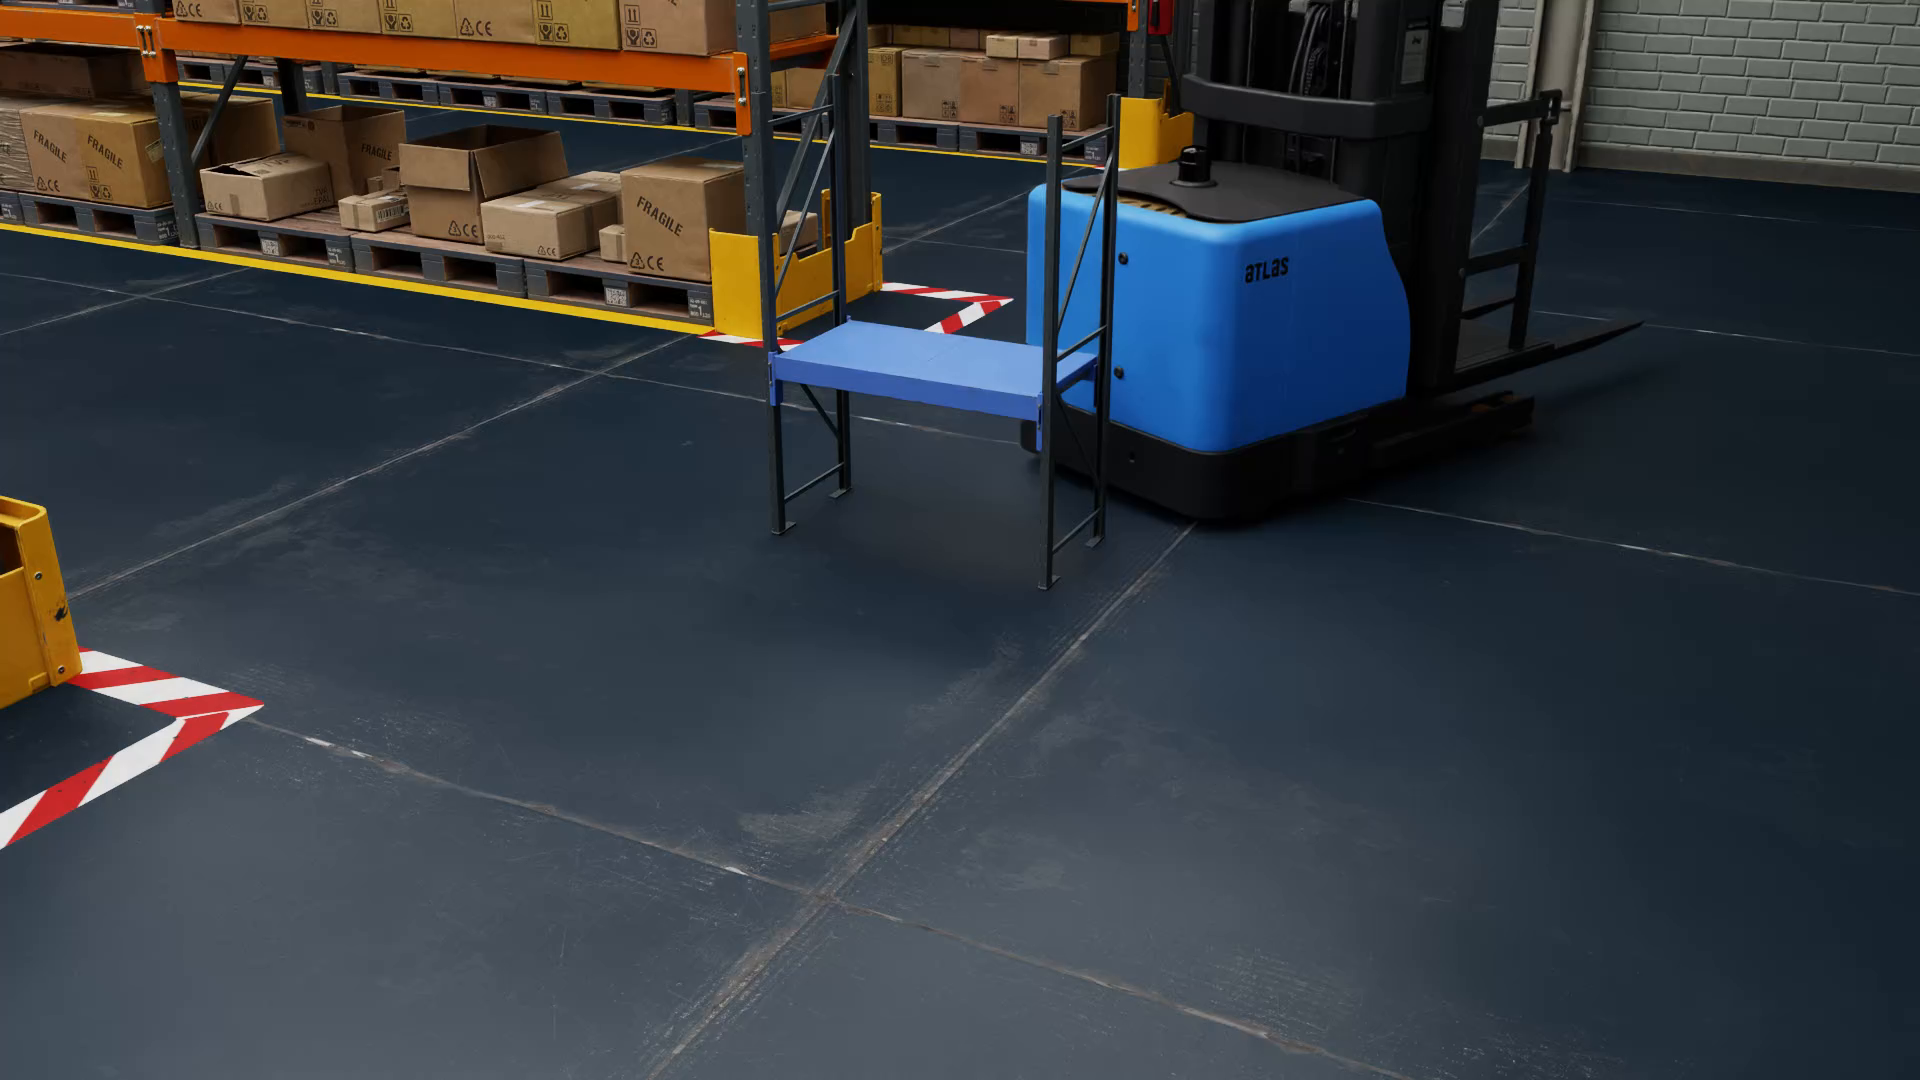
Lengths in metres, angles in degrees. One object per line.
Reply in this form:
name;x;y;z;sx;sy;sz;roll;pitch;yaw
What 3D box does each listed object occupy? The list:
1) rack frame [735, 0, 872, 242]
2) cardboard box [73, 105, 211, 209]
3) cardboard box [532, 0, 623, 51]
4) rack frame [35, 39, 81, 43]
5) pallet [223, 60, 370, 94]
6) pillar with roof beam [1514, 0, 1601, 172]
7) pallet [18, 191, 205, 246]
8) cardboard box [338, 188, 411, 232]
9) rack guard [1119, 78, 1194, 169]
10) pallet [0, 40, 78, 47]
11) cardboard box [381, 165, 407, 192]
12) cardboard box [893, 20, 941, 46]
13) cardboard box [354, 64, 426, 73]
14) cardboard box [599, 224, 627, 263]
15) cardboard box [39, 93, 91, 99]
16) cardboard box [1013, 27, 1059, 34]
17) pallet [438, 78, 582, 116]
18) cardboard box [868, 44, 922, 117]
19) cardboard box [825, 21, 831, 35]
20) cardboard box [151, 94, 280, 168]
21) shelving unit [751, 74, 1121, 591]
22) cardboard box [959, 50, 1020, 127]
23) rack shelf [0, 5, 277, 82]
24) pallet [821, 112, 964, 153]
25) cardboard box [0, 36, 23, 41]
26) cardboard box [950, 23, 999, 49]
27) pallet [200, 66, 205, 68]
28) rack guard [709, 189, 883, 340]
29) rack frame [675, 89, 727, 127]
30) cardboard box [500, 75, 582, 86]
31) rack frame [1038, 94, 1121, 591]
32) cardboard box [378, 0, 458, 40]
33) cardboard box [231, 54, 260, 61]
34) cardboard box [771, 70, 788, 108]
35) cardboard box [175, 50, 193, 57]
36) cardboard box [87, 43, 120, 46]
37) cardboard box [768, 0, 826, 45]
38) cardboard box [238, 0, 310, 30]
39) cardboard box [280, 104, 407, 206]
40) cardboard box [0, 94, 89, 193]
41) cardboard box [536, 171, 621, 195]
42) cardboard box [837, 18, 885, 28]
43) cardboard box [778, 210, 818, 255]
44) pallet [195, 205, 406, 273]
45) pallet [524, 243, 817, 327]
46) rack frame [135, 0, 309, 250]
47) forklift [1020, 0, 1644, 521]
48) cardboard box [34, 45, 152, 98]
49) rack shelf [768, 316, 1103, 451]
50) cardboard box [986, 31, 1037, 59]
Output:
rack frame;-0.742;-2.559;7.933;0.127;3.000;1.000;11;25;25
cardboard box;-4.881;-2.304;9.967;0.500;0.500;0.500;11;25;24
cardboard box;-1.729;-2.679;8.089;0.500;0.500;0.500;11;26;25
rack frame;-9.219;-6.408;16.986;0.127;3.000;1.000;11;25;25
pallet;-6.346;-4.557;16.196;1.213;0.211;1.003;11;25;25
pillar with roof beam;2.347;-5.372;6.883;0.400;9.000;9.100;11;25;25
pallet;-5.055;-2.112;10.447;1.213;0.211;1.003;11;25;25
cardboard box;-3.258;-1.865;9.360;0.250;0.166;0.380;11;25;25
rack guard;1.511;-3.135;12.482;0.348;0.500;1.175;11;25;25
pallet;-9.835;-5.231;17.781;1.213;0.211;1.003;11;25;25
cardboard box;-3.006;-2.096;9.719;0.500;0.311;0.500;11;25;25
cardboard box;-0.336;-4.035;13.235;0.250;0.149;0.380;11;25;24
cardboard box;-5.052;-4.730;15.250;0.750;0.750;0.750;11;25;24
cardboard box;-1.659;-1.570;8.667;0.250;0.166;0.380;11;25;25
cardboard box;-5.557;-2.669;10.824;0.500;0.500;0.500;12;26;25
cardboard box;0.569;-3.856;12.814;0.250;0.149;0.380;11;26;25
pallet;-3.895;-4.037;14.974;1.213;0.211;1.003;11;25;25
cardboard box;-0.555;-3.689;13.250;0.500;0.500;0.700;12;26;26
cardboard box;-1.235;-4.045;13.257;0.250;0.149;0.380;12;26;26
cardboard box;-4.633;-2.488;10.398;0.500;0.500;0.500;10;25;22
shelving unit;-0.076;-0.705;5.492;1.048;1.500;0.538;11;25;25
cardboard box;0.374;-3.509;12.826;0.500;0.500;0.700;11;25;24
rack shelf;-6.096;-3.287;10.565;4.000;0.370;1.077;11;25;25
pallet;-0.344;-3.336;13.324;1.213;0.211;1.003;11;25;25
cardboard box;-10.163;-5.630;17.787;0.500;0.500;0.500;9;25;21
cardboard box;0.119;-3.945;13.023;0.250;0.149;0.380;12;26;25
pallet;-8.524;-4.988;17.209;1.213;0.211;1.003;11;25;25
rack guard;-0.810;-1.422;8.454;0.348;0.500;1.175;11;25;25
rack frame;-2.080;-4.996;13.664;0.127;3.000;1.000;11;25;25
cardboard box;-3.513;-4.425;14.532;0.750;0.750;0.750;12;26;26
rack frame;0.378;-0.615;5.281;0.032;1.500;0.500;11;25;25
cardboard box;-2.621;-2.858;8.510;0.500;0.500;0.500;11;25;24
cardboard box;-6.723;-4.995;16.293;0.500;0.500;0.700;11;25;24
cardboard box;-1.459;-3.871;13.676;0.500;0.500;0.700;12;26;25
cardboard box;-7.634;-5.158;16.678;0.500;0.500;0.700;12;26;25
cardboard box;-8.555;-5.336;17.097;0.500;0.500;0.700;12;26;26
cardboard box;-1.019;-2.775;8.315;0.500;0.500;0.500;12;26;26
cardboard box;-3.521;-3.036;8.929;0.500;0.500;0.500;12;26;25
cardboard box;-3.675;-2.315;9.994;0.500;0.500;0.500;11;25;25
cardboard box;-5.766;-2.483;10.388;0.500;0.500;0.500;12;26;25
cardboard box;-1.992;-1.867;9.259;0.500;0.250;0.500;11;25;25
cardboard box;-0.792;-4.126;13.447;0.250;0.149;0.380;10;25;23
cardboard box;-0.960;-1.643;8.861;0.250;0.149;0.380;11;25;25
pallet;-3.699;-1.860;9.854;1.213;0.211;1.003;11;25;25
pallet;-1.522;-1.429;8.841;1.213;0.211;1.003;11;25;25
rack frame;-4.312;-3.265;9.594;0.127;3.000;1.000;11;25;25
forklift;1.701;-1.867;6.395;3.031;2.935;1.130;-17;29;-35
cardboard box;-5.526;-3.009;10.667;0.500;0.250;0.500;11;26;25
rack shelf;-0.076;-0.540;5.562;1.000;0.185;0.538;11;25;25
cardboard box;0.395;-3.723;12.501;0.250;0.149;0.380;12;26;26
